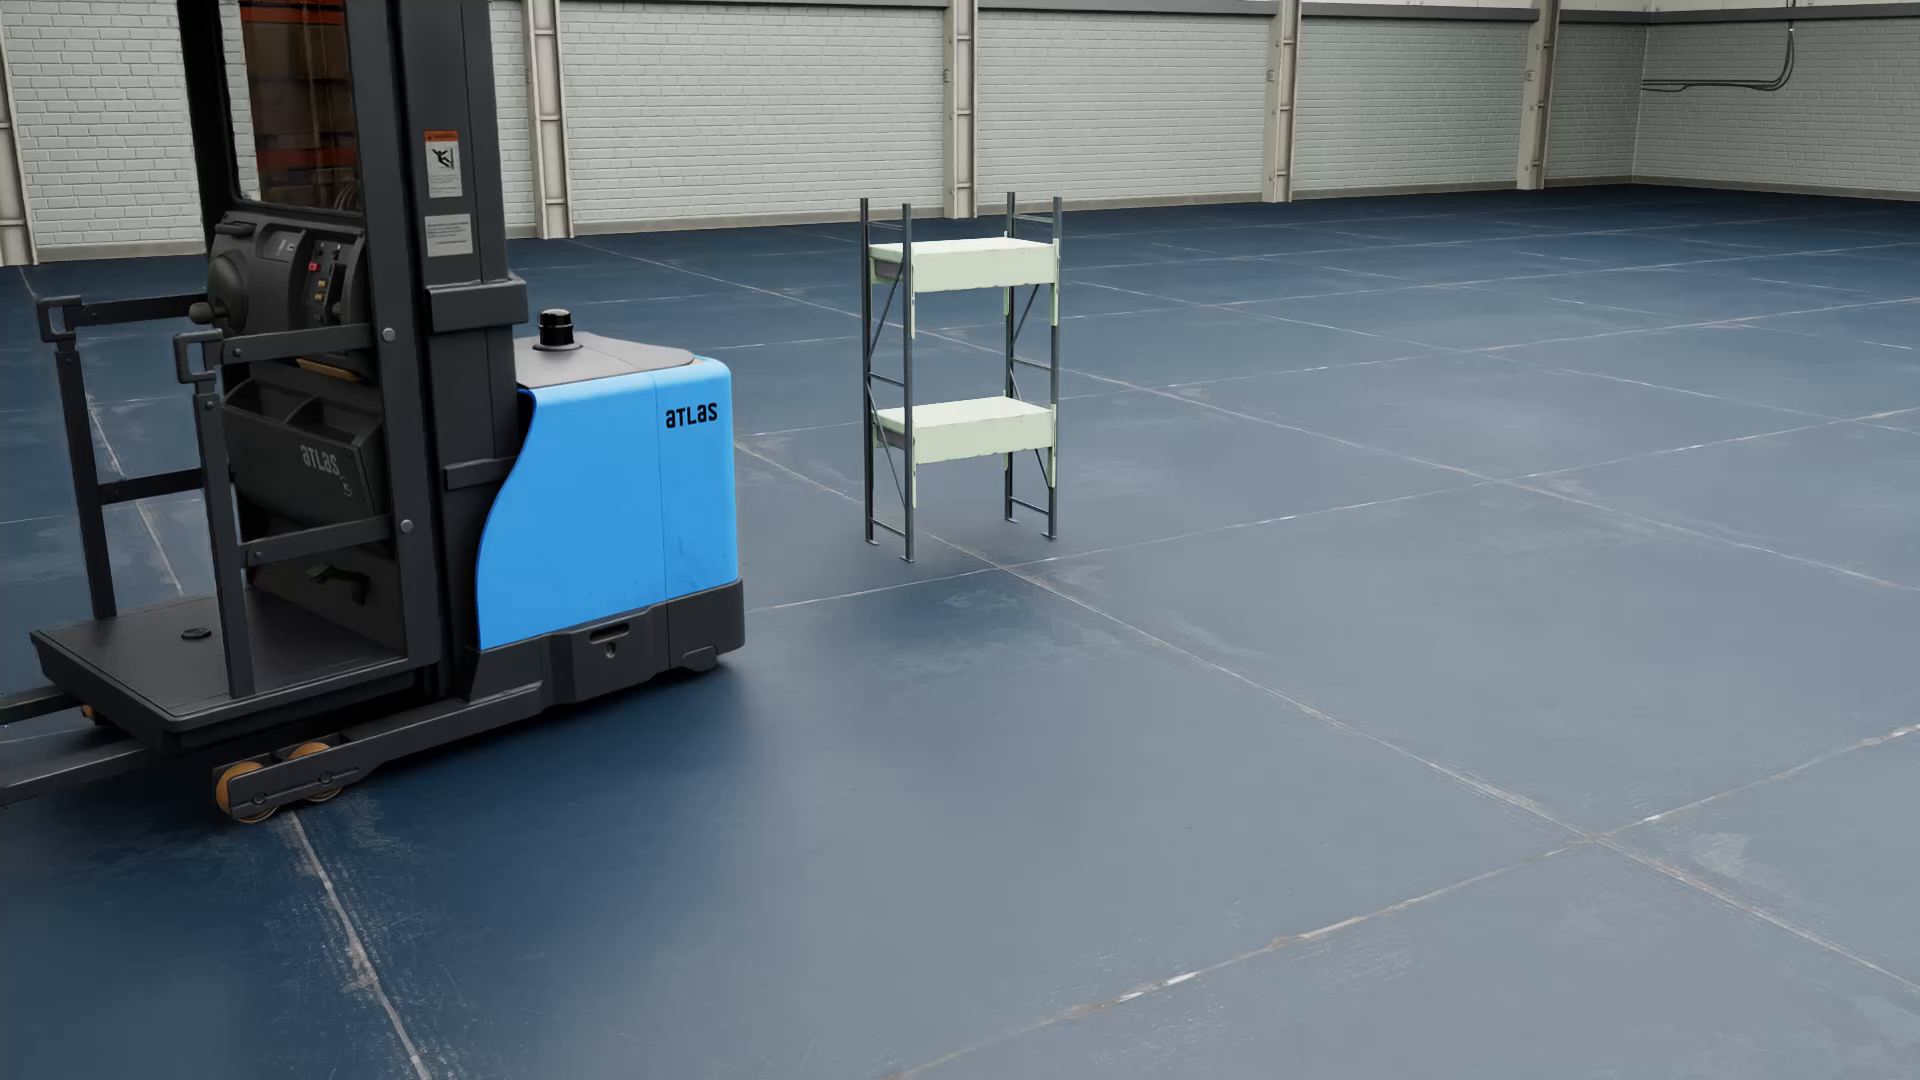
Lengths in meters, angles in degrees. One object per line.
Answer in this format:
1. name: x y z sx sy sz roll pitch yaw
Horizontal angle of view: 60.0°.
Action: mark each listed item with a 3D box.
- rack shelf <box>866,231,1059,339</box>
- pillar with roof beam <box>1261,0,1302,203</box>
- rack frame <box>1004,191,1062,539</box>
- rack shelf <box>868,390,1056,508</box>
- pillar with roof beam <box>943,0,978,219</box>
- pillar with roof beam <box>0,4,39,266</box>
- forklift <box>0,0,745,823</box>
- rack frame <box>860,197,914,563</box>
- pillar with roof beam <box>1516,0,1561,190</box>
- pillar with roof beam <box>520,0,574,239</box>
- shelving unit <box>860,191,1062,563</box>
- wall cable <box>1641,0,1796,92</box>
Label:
1. rack shelf: 0.006 -1.099 7.105 0.720 0.370 0.431 -9 18 -30
2. pillar with roof beam: 7.362 -8.849 22.305 0.400 9.000 9.100 -9 18 -30
3. rack frame: 0.319 -0.774 7.392 0.023 1.500 0.400 -9 18 -30
4. rack shelf: 0.006 -0.409 7.299 0.720 0.370 0.431 -9 18 -30
5. pillar with roof beam: 2.219 -8.015 19.329 0.400 9.000 9.100 -9 18 -30
6. pillar with roof beam: -8.067 -6.347 13.379 0.400 9.000 9.100 -9 18 -30
7. forklift: -2.138 -0.782 4.769 1.130 2.935 3.031 14 21 42
8. rack frame: -0.308 -0.672 7.029 0.023 1.500 0.400 -9 18 -30
9. pillar with roof beam: 12.505 -9.683 25.280 0.400 9.000 9.100 -9 18 -30
10. pillar with roof beam: -2.924 -7.181 16.354 0.400 9.000 9.100 -9 18 -30
11. shelving unit: 0.006 -0.723 7.211 0.755 1.500 0.431 -9 18 -30
12. wall cable: 13.494 -9.287 29.622 0.112 2.526 3.097 -9 18 -30
